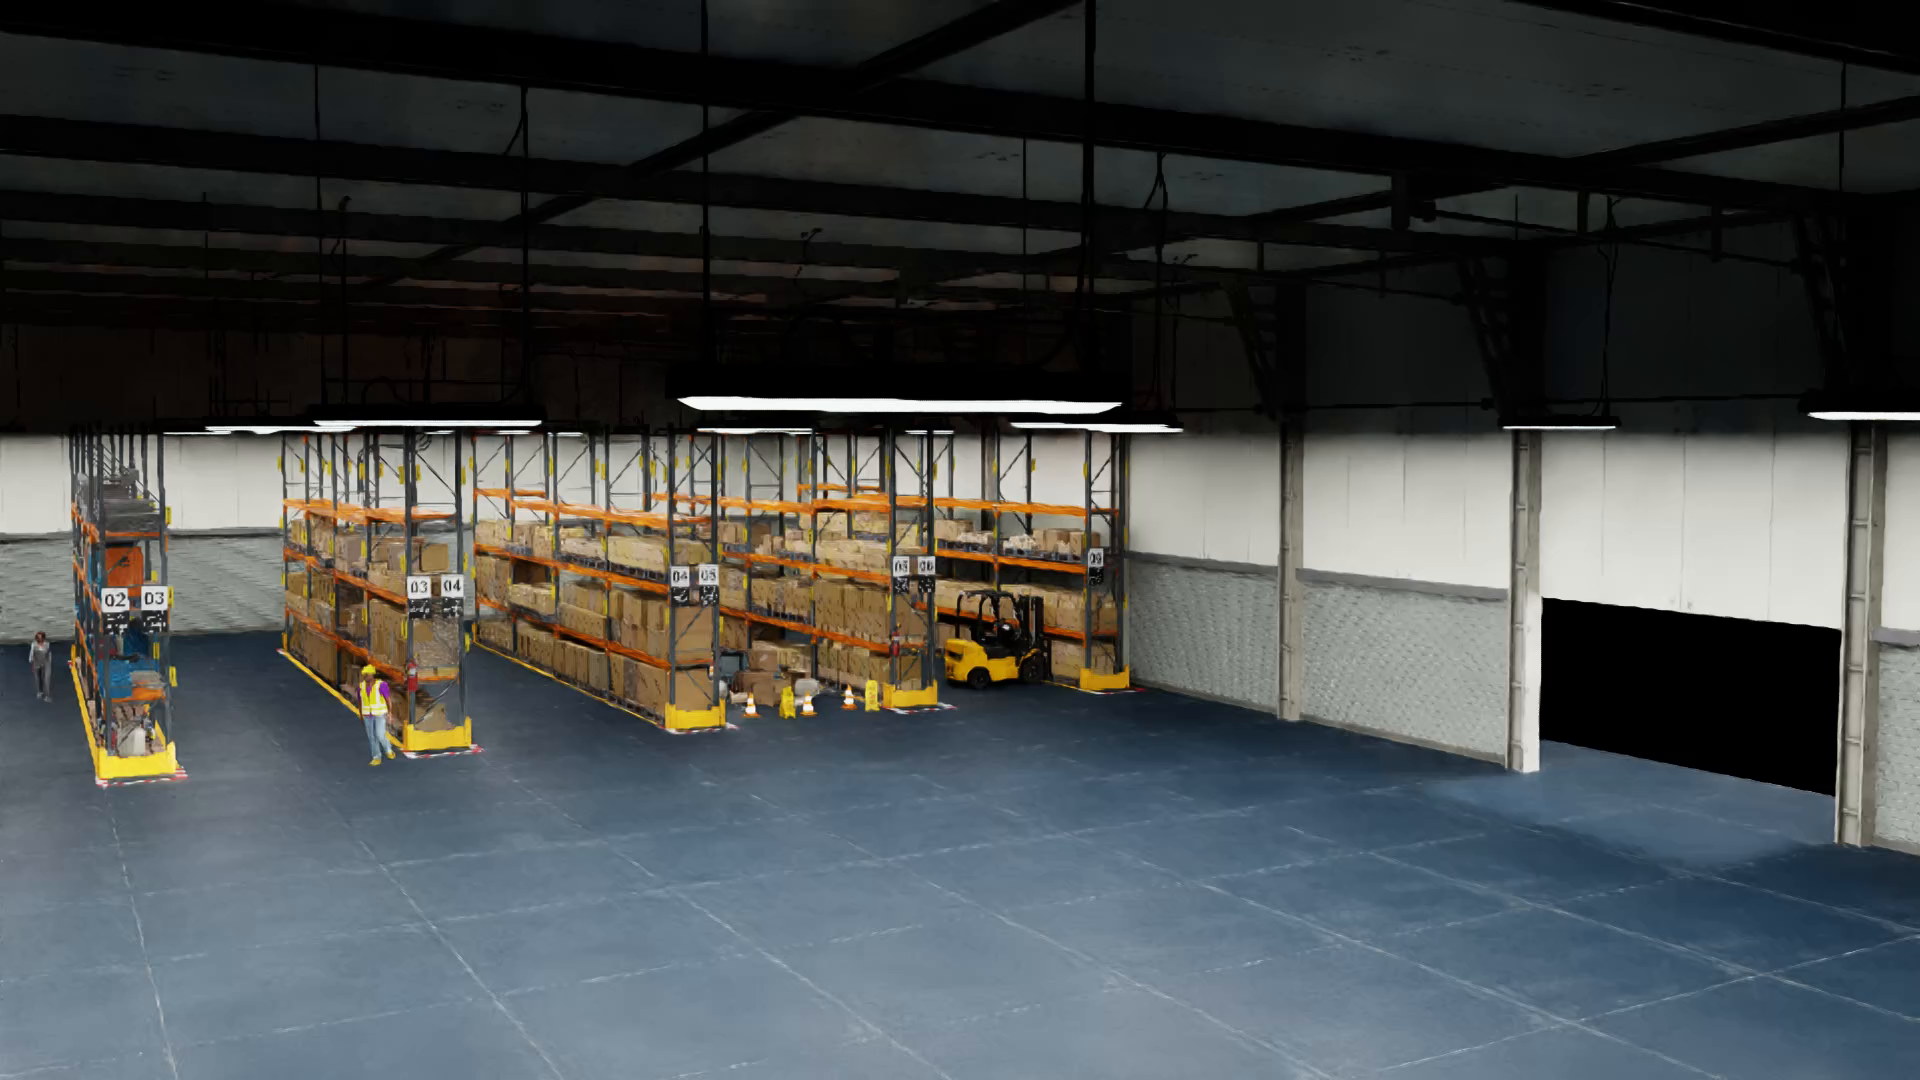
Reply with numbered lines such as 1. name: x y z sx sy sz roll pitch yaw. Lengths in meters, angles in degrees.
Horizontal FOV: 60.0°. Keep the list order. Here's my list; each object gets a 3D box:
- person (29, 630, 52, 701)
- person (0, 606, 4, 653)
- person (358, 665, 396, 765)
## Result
1. person: -20.000 2.714 36.178 0.417 1.517 1.036 -2 4 -26
2. person: -25.737 2.176 44.031 0.468 1.672 0.650 1 4 9
3. person: -10.224 3.047 29.092 0.614 1.758 0.562 0 4 7
